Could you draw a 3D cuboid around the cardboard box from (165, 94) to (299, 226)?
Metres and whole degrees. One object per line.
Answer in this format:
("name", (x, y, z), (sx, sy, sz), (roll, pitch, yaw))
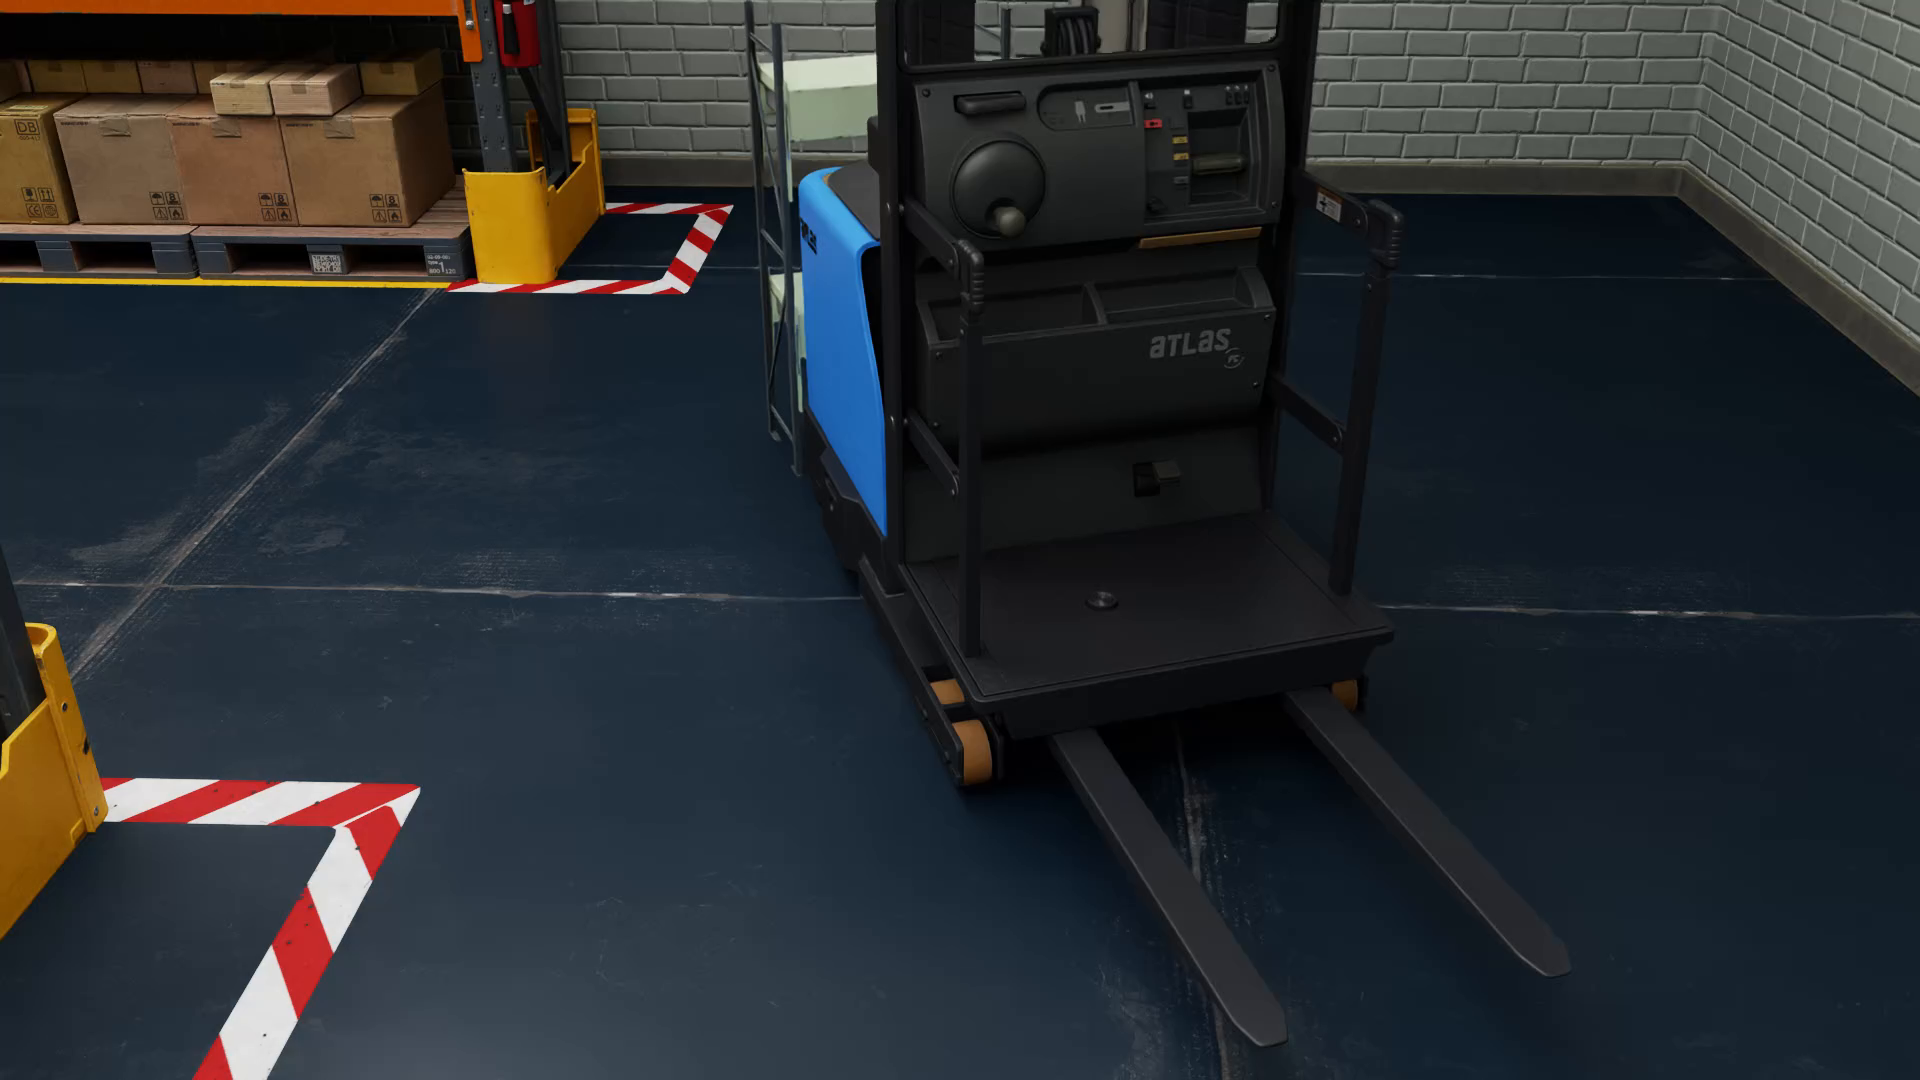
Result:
("cardboard box", (-3.198, -1.791, 7.646), (0.500, 0.500, 0.700), (1, 28, 2))

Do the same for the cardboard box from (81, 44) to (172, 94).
("cardboard box", (-3.833, -2.181, 7.690), (0.250, 0.149, 0.380), (1, 28, 2))

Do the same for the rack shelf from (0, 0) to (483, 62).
("rack shelf", (-3.994, -2.452, 7.441), (4.000, 0.370, 1.077), (1, 28, 2))

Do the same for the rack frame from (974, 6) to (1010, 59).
("rack frame", (0.080, -1.080, 5.685), (0.023, 1.500, 0.400), (-9, 29, -17))

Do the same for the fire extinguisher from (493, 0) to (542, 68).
("fire extinguisher", (-1.860, -2.319, 6.904), (0.183, 0.674, 0.296), (1, 28, 2))

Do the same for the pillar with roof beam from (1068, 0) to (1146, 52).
("pillar with roof beam", (0.582, -3.733, 2.683), (0.400, 9.000, 9.100), (1, 28, 2))

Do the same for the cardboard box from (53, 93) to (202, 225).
("cardboard box", (-3.701, -1.799, 7.661), (0.500, 0.500, 0.700), (0, 28, 0))

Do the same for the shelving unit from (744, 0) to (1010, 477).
("shelving unit", (-0.265, -1.022, 5.577), (0.755, 1.500, 0.431), (-9, 29, -17))

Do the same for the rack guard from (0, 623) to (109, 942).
("rack guard", (-2.242, 0.685, 3.424), (0.348, 0.500, 1.175), (1, 28, 2))

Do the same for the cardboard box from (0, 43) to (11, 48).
("cardboard box", (-4.596, -2.194, 7.714), (0.250, 0.149, 0.380), (0, 28, 0))

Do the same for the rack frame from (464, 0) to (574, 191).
("rack frame", (-1.995, -2.737, 7.210), (0.127, 3.000, 1.000), (1, 28, 2))

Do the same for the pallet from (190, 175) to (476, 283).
("pallet", (-2.797, -1.481, 7.819), (1.213, 0.211, 1.003), (1, 28, 2))

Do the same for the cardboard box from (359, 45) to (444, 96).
("cardboard box", (-2.566, -2.161, 7.652), (0.250, 0.149, 0.380), (1, 28, 2))

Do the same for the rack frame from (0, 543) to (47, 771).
("rack frame", (-2.166, -0.418, 2.836), (0.127, 3.000, 1.000), (1, 28, 2))

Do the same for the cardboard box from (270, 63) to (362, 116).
("cardboard box", (-2.833, -1.986, 7.322), (0.250, 0.149, 0.380), (1, 28, 1))

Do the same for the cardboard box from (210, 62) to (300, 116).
("cardboard box", (-3.088, -1.990, 7.329), (0.250, 0.149, 0.380), (2, 28, 3))

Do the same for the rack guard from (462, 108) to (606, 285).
("rack guard", (-1.971, -1.632, 7.795), (0.348, 0.500, 1.175), (1, 28, 2))

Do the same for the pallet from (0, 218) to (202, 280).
("pallet", (-4.013, -1.503, 7.860), (1.213, 0.211, 1.003), (1, 28, 2))

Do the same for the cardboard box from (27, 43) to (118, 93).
("cardboard box", (-4.086, -2.185, 7.698), (0.250, 0.149, 0.380), (0, 28, 1))

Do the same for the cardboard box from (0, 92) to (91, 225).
("cardboard box", (-4.234, -1.804, 7.672), (0.500, 0.500, 0.700), (2, 28, 3))

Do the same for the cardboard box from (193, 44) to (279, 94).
("cardboard box", (-3.322, -2.173, 7.675), (0.250, 0.149, 0.380), (1, 28, 2))

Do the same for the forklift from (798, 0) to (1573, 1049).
("forklift", (0.414, -0.897, 3.812), (1.130, 2.935, 3.031), (-8, 29, -15))

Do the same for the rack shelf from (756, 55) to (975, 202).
("rack shelf", (-0.265, -1.367, 5.394), (0.720, 0.370, 0.431), (-9, 29, -17))

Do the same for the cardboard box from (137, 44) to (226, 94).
("cardboard box", (-3.577, -2.177, 7.682), (0.250, 0.149, 0.380), (1, 28, 3))

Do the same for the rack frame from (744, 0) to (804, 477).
("rack frame", (-0.610, -0.965, 5.469), (0.023, 1.500, 0.400), (-9, 29, -17))

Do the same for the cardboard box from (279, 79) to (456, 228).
("cardboard box", (-2.698, -1.783, 7.631), (0.500, 0.500, 0.700), (1, 28, 2))

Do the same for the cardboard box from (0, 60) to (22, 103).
("cardboard box", (-4.391, -2.011, 7.368), (0.250, 0.149, 0.380), (0, 28, 0))

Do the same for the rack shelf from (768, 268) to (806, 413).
("rack shelf", (-0.265, -0.734, 5.730), (0.720, 0.370, 0.431), (-9, 29, -17))

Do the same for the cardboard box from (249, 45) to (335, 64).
("cardboard box", (-3.072, -2.169, 7.667), (0.250, 0.149, 0.380), (1, 28, 2))

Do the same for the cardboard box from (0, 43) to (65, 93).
("cardboard box", (-4.344, -2.189, 7.705), (0.250, 0.149, 0.380), (1, 28, 2))
